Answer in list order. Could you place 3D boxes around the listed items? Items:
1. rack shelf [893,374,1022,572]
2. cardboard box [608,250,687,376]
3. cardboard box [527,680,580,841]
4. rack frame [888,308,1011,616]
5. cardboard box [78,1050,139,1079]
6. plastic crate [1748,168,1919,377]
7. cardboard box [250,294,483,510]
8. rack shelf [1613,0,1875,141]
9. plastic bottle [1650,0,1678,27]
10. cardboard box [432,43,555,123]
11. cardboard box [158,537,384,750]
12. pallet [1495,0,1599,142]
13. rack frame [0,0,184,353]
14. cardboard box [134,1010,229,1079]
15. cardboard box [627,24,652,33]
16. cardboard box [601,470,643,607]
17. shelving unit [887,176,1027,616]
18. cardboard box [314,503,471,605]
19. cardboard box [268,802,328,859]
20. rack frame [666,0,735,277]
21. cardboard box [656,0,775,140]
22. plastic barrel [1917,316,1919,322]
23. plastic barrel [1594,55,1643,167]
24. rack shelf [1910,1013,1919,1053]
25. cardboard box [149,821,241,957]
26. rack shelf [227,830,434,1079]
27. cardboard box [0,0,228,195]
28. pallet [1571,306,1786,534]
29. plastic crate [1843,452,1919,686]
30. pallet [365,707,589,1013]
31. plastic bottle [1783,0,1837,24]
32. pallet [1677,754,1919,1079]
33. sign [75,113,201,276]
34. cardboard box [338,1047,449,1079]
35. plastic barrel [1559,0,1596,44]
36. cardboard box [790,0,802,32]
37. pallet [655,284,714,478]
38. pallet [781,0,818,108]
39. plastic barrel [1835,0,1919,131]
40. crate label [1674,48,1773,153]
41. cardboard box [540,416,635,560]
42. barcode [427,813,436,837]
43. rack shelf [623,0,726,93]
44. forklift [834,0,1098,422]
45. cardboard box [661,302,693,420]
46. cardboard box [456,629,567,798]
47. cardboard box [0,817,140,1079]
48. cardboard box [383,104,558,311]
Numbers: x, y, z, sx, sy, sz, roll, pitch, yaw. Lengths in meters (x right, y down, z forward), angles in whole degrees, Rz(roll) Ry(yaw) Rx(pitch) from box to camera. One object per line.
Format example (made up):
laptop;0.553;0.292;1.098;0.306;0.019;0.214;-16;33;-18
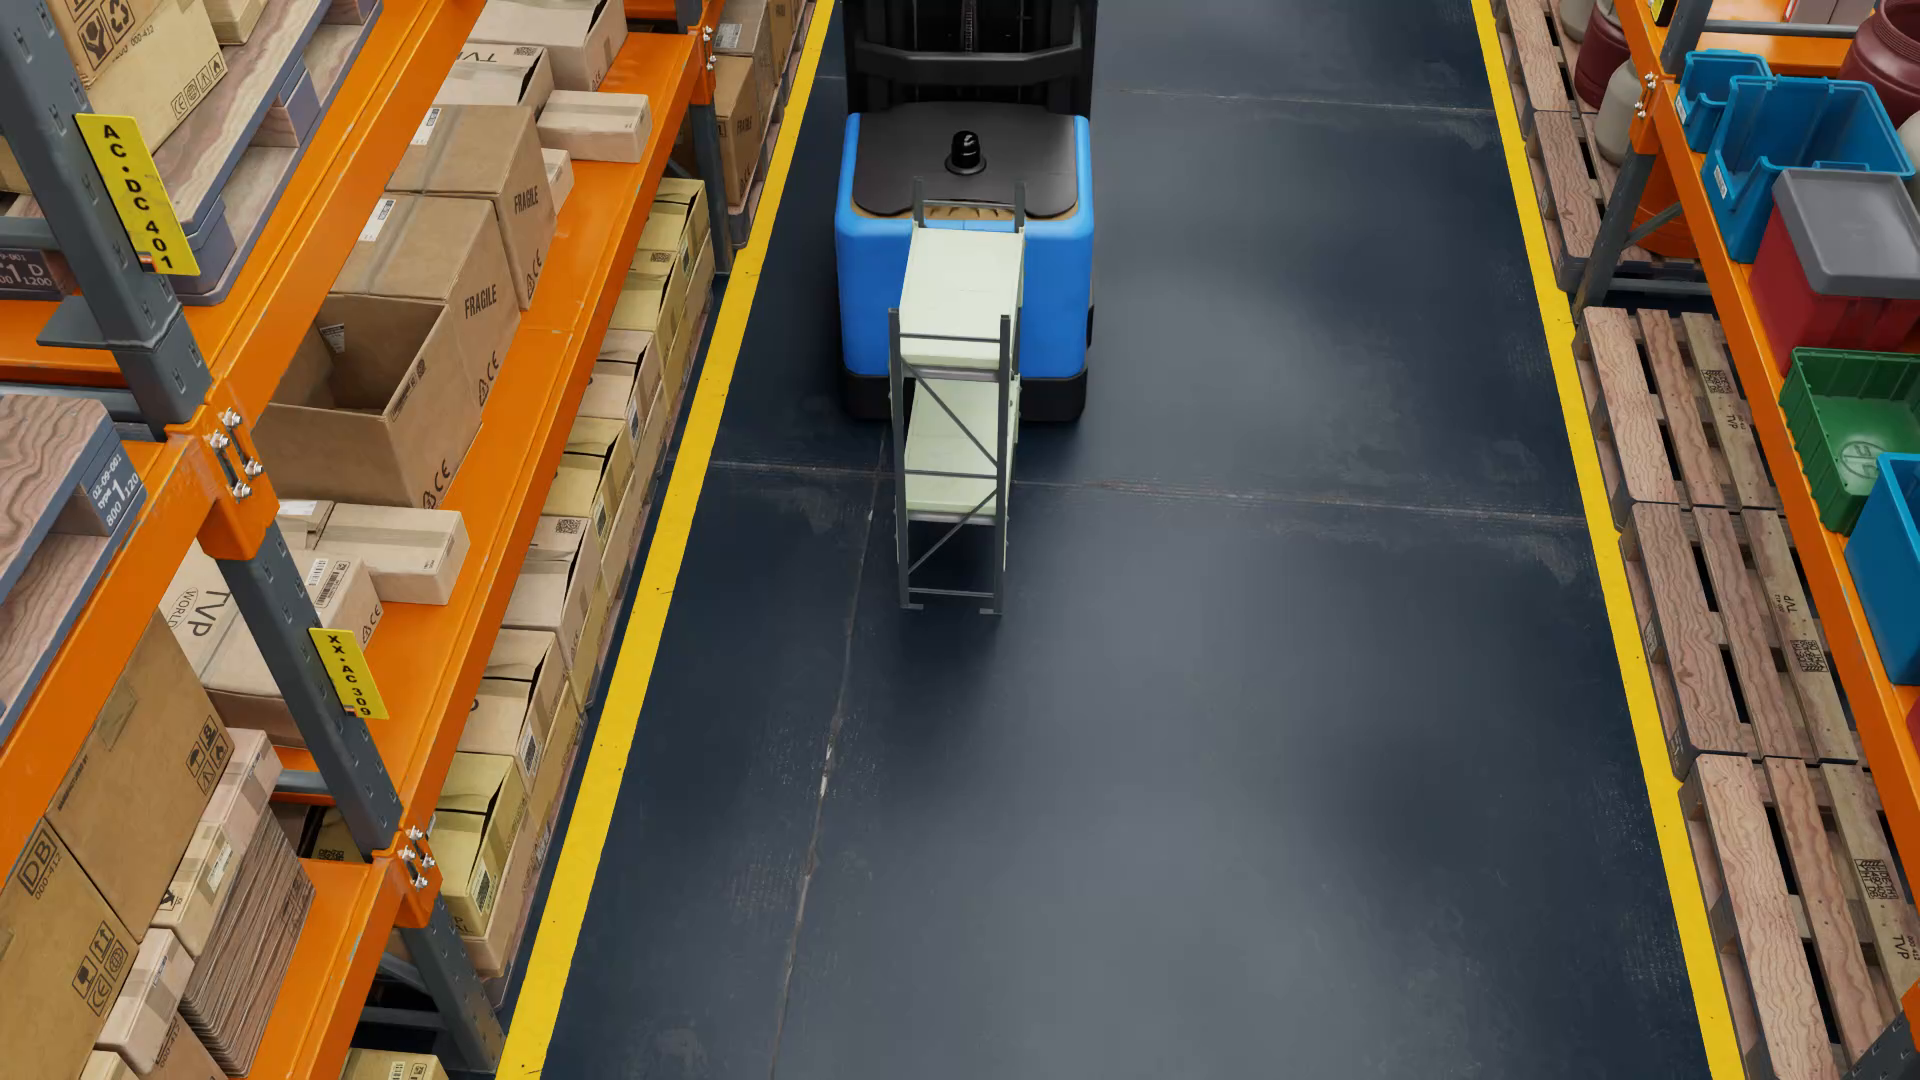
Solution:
rack shelf;-0.001;-0.281;6.459;0.431;0.370;0.720;4;48;4
cardboard box;-1.432;-0.966;6.825;0.500;0.311;0.500;3;48;3
cardboard box;-1.622;0.724;5.660;0.500;0.250;0.500;5;48;5
rack frame;-0.034;-0.232;5.972;0.400;1.500;0.023;4;48;4
cardboard box;-1.834;1.121;3.210;0.380;0.149;0.250;4;48;3
plastic crate;2.892;-0.866;5.491;0.402;0.464;0.583;4;48;4
cardboard box;-1.819;-0.391;5.033;0.500;0.500;0.500;7;48;6
rack shelf;3.526;-3.238;8.192;1.077;0.370;4.000;4;48;4
plastic bottle;2.956;-2.297;6.923;0.061;0.283;0.133;4;48;4
cardboard box;-1.863;-1.672;6.333;0.500;0.311;0.500;3;48;3
cardboard box;-1.952;0.279;4.590;0.500;0.250;0.500;7;48;6
pallet;3.488;-2.546;8.961;1.003;0.211;1.213;4;48;4
rack frame;-1.953;-1.432;1.987;1.000;3.000;0.127;4;48;4
cardboard box;-2.029;1.273;3.511;0.700;0.500;0.500;3;48;3
cardboard box;-1.736;-2.649;8.054;0.500;0.250;0.500;6;48;5
cardboard box;-1.530;-0.031;6.350;0.500;0.250;0.500;5;48;4
shelving unit;-0.001;-0.501;6.218;0.431;1.500;0.755;4;48;4
cardboard box;-1.669;0.040;4.877;0.380;0.149;0.250;4;48;4
cardboard box;-2.202;0.873;5.144;0.500;0.311;0.500;4;48;4
rack frame;-1.589;-2.347;6.889;1.000;3.000;0.127;4;48;4
cardboard box;-1.221;-2.352;8.290;0.500;0.500;0.500;2;48;2
plastic barrel;3.424;-0.969;5.553;0.421;0.512;0.421;0;48;0
plastic barrel;3.334;-2.094;8.060;0.421;0.512;0.421;0;48;0
rack shelf;2.797;2.641;2.815;1.077;0.370;4.000;4;48;4
cardboard box;-1.789;0.736;3.563;0.380;0.149;0.250;3;48;3
rack shelf;-2.136;2.305;3.122;1.077;0.370;4.000;4;48;4
cardboard box;-1.888;-0.963;3.408;0.500;0.250;0.500;8;48;8
pallet;3.234;-0.503;7.093;1.003;0.211;1.213;4;48;4
plastic crate;2.770;0.102;4.660;0.392;0.384;0.575;4;48;4
pallet;-1.925;0.990;5.728;1.003;0.211;1.213;4;48;4
plastic bottle;3.553;-2.275;6.908;0.152;0.276;0.135;4;48;4
pallet;3.012;1.290;5.453;1.003;0.211;1.213;4;48;4
sign;-1.401;-0.585;2.841;0.100;0.325;0.005;4;48;4
cardboard box;-1.778;1.734;4.736;0.500;0.250;0.500;4;48;4
plastic barrel;3.437;-2.924;8.819;0.421;0.512;0.421;0;48;0
cardboard box;-1.128;-3.104;8.978;0.500;0.500;0.500;2;48;2
pallet;-1.703;-0.803;7.368;1.003;0.211;1.213;4;48;4
pallet;-1.369;-2.846;9.236;1.003;0.211;1.213;4;48;4
plastic barrel;3.603;-1.695;6.202;0.600;0.536;0.708;4;48;4
crate label;2.932;-1.670;6.384;0.303;0.233;0.416;4;48;4
cardboard box;-1.529;-0.227;6.150;0.500;0.311;0.500;5;48;5
barcode;-1.515;0.804;4.753;0.001;0.075;0.075;4;48;4
rack shelf;-1.407;-3.574;8.499;1.077;0.370;4.000;4;48;4
forklift;0.047;-2.573;7.143;1.130;2.935;3.031;1;48;1
cardboard box;-1.437;-0.778;7.034;0.500;0.250;0.500;3;48;3
cardboard box;-1.617;0.535;5.452;0.500;0.311;0.500;3;48;3
cardboard box;-2.032;0.819;3.047;0.700;0.500;0.500;4;48;3
cardboard box;-1.725;-1.146;5.724;0.500;0.500;0.500;2;48;1
